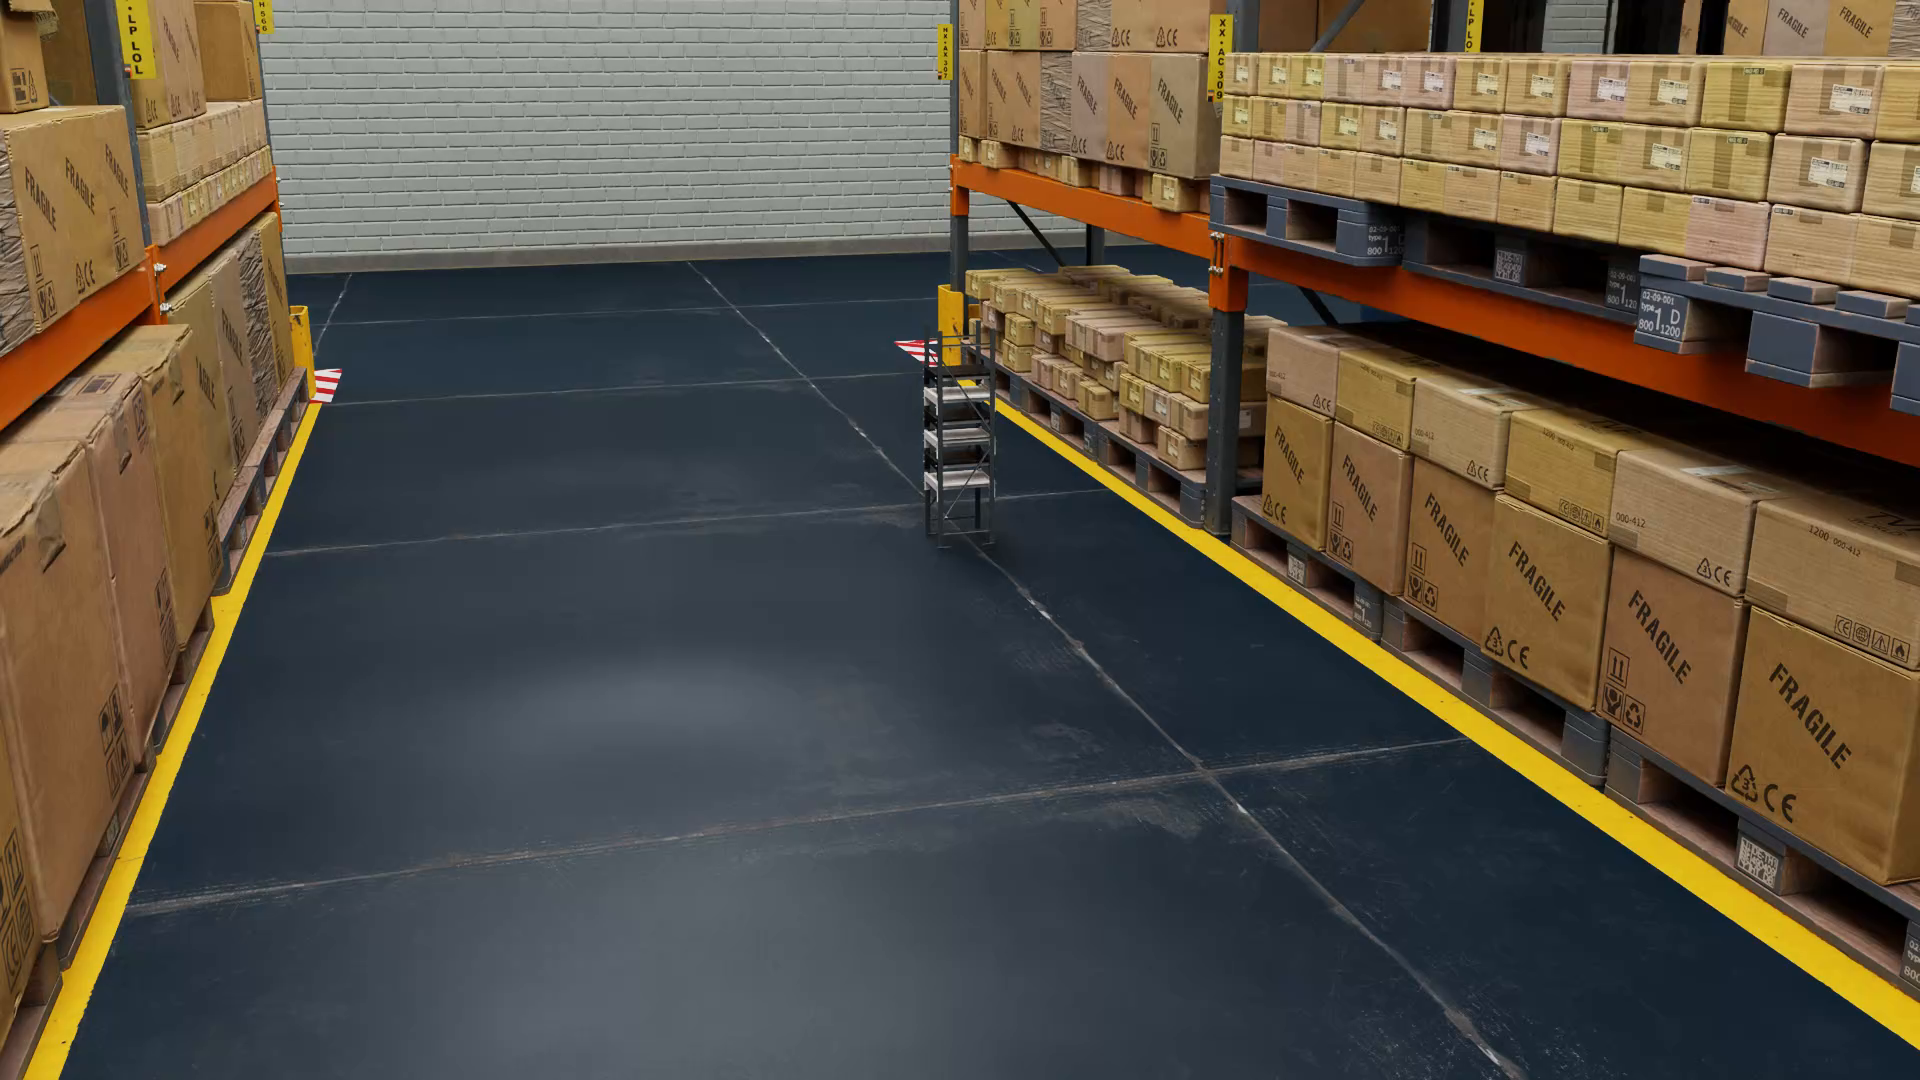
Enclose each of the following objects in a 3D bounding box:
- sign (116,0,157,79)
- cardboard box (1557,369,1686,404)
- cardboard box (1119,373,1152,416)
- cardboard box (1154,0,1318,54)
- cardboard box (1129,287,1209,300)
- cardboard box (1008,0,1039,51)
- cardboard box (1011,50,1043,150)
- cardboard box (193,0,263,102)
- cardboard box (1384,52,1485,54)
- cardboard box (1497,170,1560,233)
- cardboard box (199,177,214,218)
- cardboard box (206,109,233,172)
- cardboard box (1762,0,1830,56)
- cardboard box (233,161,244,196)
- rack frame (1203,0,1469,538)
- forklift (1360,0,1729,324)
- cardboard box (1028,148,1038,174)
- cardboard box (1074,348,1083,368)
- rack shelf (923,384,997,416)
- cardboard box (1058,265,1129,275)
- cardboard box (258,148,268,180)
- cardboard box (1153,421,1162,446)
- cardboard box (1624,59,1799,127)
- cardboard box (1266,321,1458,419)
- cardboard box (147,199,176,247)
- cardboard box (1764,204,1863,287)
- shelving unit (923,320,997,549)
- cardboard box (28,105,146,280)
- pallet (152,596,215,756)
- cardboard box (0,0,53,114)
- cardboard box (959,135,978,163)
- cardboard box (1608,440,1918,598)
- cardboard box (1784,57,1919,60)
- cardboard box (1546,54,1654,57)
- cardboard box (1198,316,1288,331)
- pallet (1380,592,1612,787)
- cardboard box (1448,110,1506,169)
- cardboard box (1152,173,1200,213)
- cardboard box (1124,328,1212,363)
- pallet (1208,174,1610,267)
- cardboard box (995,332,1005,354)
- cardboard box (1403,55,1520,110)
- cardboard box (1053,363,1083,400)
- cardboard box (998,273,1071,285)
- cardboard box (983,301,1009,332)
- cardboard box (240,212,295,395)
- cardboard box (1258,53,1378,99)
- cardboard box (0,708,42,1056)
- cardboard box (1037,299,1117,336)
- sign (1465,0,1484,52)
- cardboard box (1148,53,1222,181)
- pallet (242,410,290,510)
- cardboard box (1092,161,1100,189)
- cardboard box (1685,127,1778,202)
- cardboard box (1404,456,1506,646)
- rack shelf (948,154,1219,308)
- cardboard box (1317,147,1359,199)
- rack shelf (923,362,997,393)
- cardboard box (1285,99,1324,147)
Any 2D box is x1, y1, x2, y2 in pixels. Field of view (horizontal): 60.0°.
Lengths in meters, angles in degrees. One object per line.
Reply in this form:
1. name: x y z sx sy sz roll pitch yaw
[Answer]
1. sign: -2.744 -1.700 5.521 0.100 0.325 0.005 -5 17 -15
2. cardboard box: 2.269 -0.390 5.349 0.500 0.250 0.500 -6 18 -18
3. cardboard box: 0.965 -0.688 7.738 0.380 0.149 0.250 -5 18 -17
4. cardboard box: 1.145 -2.279 6.898 0.500 0.500 0.500 -5 18 -17
5. cardboard box: 1.168 -1.320 9.324 0.380 0.149 0.250 -4 17 -13
6. cardboard box: 0.569 -2.847 8.788 0.500 0.500 0.500 -5 17 -16
7. cardboard box: 0.586 -2.370 8.937 0.500 0.500 0.500 -4 17 -15
8. cardboard box: -3.976 -2.560 8.700 0.500 0.500 0.500 -4 17 -15
9. cardboard box: 1.832 -1.772 6.309 0.380 0.149 0.250 -4 17 -13
10. cardboard box: 1.708 -0.931 4.545 0.380 0.149 0.250 -4 17 -14
11. cardboard box: -3.314 -1.414 6.882 0.380 0.149 0.250 -5 17 -16
12. cardboard box: -3.548 -1.777 7.396 0.500 0.250 0.500 -5 17 -15
13. cardboard box: 5.322 -3.115 10.195 0.500 0.500 0.500 -5 17 -16
14. cardboard box: -3.594 -1.697 7.824 0.380 0.149 0.250 -5 17 -15
15. rack frame: 1.534 -1.502 6.737 1.000 3.000 0.127 -5 17 -15
16. forklift: 2.942 -1.626 7.270 1.130 2.935 3.031 -4 17 -14
17. cardboard box: 0.594 -2.089 9.128 0.380 0.149 0.250 -5 17 -16
18. cardboard box: 0.814 -0.987 8.734 0.380 0.149 0.250 -4 17 -13
19. rack shelf: -0.002 -0.574 6.788 0.258 0.077 0.200 -5 17 -15
20. cardboard box: 0.824 -1.602 10.264 0.380 0.149 0.250 -4 17 -15
21. cardboard box: -3.875 -1.979 8.764 0.380 0.149 0.250 -5 17 -15
22. cardboard box: 1.107 -0.497 7.620 0.380 0.149 0.250 -4 17 -14
23. cardboard box: 1.842 -1.076 3.992 0.380 0.149 0.250 -4 17 -14
24. cardboard box: 1.483 -0.639 6.178 0.500 0.250 0.500 -5 18 -18
25. cardboard box: -3.025 -1.125 5.921 0.380 0.149 0.250 -5 17 -15
26. cardboard box: 1.989 -0.645 3.592 0.380 0.149 0.250 -5 17 -15
27. shelving unit: -0.002 -0.433 6.830 0.258 0.900 0.210 -5 17 -15
28. cardboard box: -2.872 -1.078 5.152 0.500 0.500 0.500 -5 17 -15
29. pallet: -2.979 0.406 5.235 1.003 0.211 1.213 -5 17 -15
30. cardboard box: -3.080 -1.490 4.780 0.797 0.503 0.637 -5 17 -17
31. cardboard box: 0.208 -2.372 10.072 0.380 0.149 0.250 -5 17 -16
32. cardboard box: 2.044 -0.066 4.268 0.500 0.250 0.500 -4 17 -14
33. cardboard box: 2.404 -1.194 4.387 0.380 0.149 0.250 -4 17 -13
34. cardboard box: 2.112 -1.485 5.354 0.380 0.149 0.250 -5 18 -17
35. cardboard box: 1.418 -1.028 8.352 0.380 0.149 0.250 -4 17 -14
36. pallet: 2.088 0.387 5.296 1.003 0.211 1.213 -5 17 -15
37. cardboard box: 1.632 -1.147 4.747 0.380 0.149 0.250 -5 17 -16
38. cardboard box: 1.055 -1.504 7.183 0.380 0.149 0.250 -5 17 -17
39. cardboard box: 1.006 -0.914 7.972 0.380 0.149 0.250 -4 17 -13
40. pallet: 1.604 -1.187 6.023 1.003 0.211 1.213 -5 17 -15
41. cardboard box: 0.421 -1.208 9.984 0.380 0.149 0.250 -5 17 -15
42. cardboard box: 1.556 -1.364 4.953 0.380 0.149 0.250 -4 17 -13
43. cardboard box: 0.709 -0.847 8.783 0.380 0.149 0.250 -5 17 -15
44. cardboard box: 0.443 -1.490 9.891 0.380 0.149 0.250 -4 17 -14
45. cardboard box: 0.353 -1.341 9.910 0.380 0.149 0.250 -5 17 -16
46. cardboard box: -4.110 -1.257 8.885 0.875 0.875 0.875 -5 17 -15
47. cardboard box: 1.282 -1.645 5.888 0.380 0.149 0.250 -4 17 -14
48. cardboard box: -2.333 0.593 2.728 1.225 0.875 0.875 -6 18 -18
49. cardboard box: 0.632 -1.195 8.906 0.380 0.149 0.250 -4 17 -14
50. sign: 2.066 -2.101 6.720 0.100 0.325 0.005 -5 17 -15
51. cardboard box: 1.129 -1.803 7.051 0.500 0.500 0.500 -5 17 -15
52. pallet: -3.736 -0.357 7.772 1.003 0.211 1.213 -5 17 -15
53. cardboard box: 0.869 -1.804 8.180 0.380 0.149 0.250 -5 17 -16
54. cardboard box: 1.910 -0.865 3.809 0.380 0.149 0.250 -4 17 -14
55. cardboard box: 1.786 0.010 5.320 0.500 0.500 0.500 -4 17 -14
56. rack shelf: 0.984 -1.710 8.682 1.077 0.370 4.000 -5 17 -15
57. cardboard box: 1.414 -1.222 5.513 0.380 0.149 0.250 -5 17 -15
58. rack shelf: -0.002 -0.660 6.762 0.258 0.077 0.200 -5 17 -15
59. cardboard box: 1.344 -1.437 5.711 0.380 0.149 0.250 -4 17 -14
